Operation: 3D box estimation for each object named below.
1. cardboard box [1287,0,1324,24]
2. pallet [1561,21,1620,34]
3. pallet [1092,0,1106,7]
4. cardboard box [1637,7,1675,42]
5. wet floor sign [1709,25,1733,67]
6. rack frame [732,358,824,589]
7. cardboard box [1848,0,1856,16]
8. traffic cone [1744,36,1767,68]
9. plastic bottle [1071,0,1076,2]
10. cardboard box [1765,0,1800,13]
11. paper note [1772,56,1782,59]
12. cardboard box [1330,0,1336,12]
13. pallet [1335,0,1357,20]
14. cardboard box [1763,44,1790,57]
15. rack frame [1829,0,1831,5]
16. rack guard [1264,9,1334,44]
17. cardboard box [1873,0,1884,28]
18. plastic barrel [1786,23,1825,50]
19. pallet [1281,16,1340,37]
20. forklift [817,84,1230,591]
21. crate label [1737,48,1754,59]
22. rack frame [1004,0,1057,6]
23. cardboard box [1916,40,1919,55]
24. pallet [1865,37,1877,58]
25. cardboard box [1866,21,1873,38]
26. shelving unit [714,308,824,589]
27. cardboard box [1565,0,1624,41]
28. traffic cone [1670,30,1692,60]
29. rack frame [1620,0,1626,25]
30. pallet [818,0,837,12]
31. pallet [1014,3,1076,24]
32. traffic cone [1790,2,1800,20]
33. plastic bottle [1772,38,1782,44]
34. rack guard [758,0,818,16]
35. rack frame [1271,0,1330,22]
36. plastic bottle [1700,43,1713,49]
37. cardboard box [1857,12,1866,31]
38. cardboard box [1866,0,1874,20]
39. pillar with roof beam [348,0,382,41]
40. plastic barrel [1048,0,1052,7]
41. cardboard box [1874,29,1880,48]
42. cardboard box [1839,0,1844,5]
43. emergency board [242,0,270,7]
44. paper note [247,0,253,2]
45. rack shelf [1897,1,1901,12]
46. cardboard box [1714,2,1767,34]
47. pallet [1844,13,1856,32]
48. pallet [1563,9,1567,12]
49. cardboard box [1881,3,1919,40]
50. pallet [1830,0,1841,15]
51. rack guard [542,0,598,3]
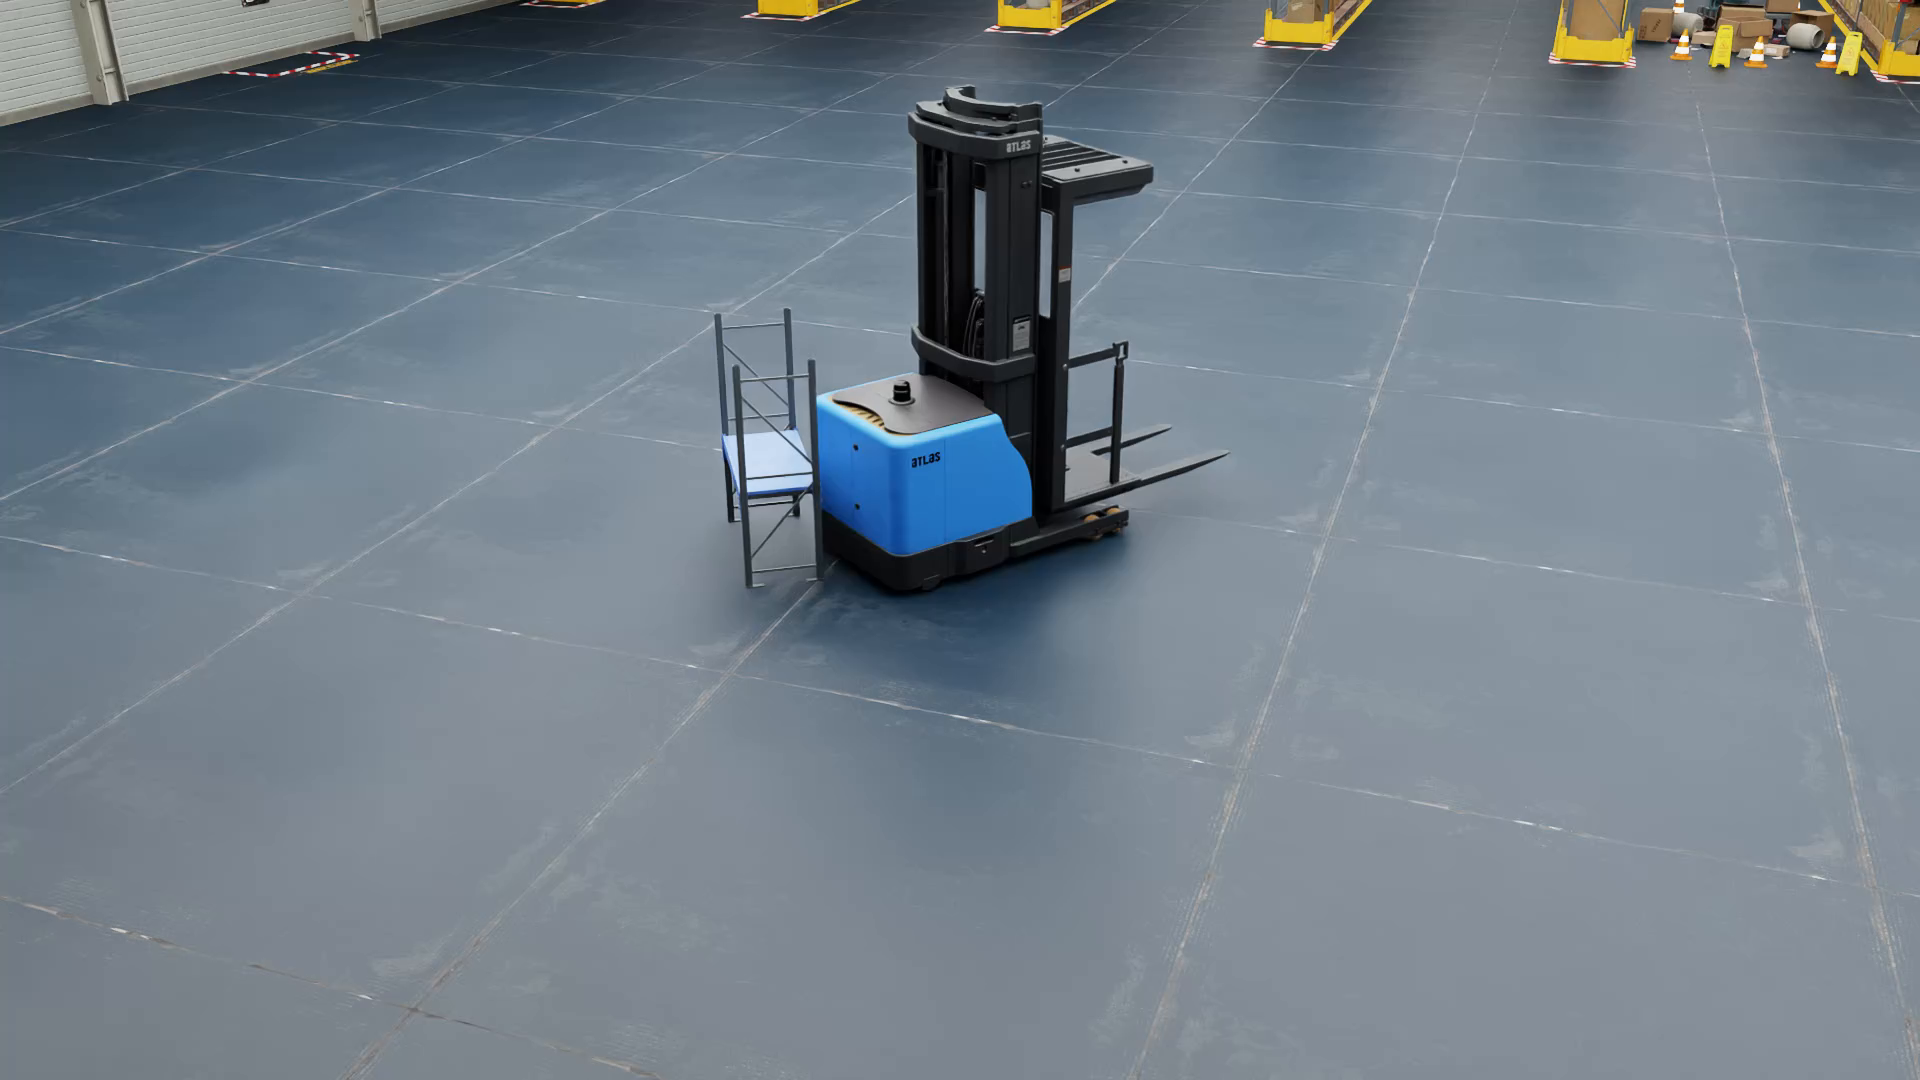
[{"bbox_3d":[6.212,-9.535,29.887,0.500,0.500,0.500,14,29,27],"label":"cardboard box"},{"bbox_3d":[11.232,-9.040,29.679,1.003,0.211,1.213,9,27,17],"label":"pallet"},{"bbox_3d":[2.386,-11.054,33.838,1.003,0.211,1.213,9,27,17],"label":"pallet"},{"bbox_3d":[12.414,-9.189,29.652,0.500,0.500,0.500,14,29,26],"label":"cardboard box"},{"bbox_3d":[12.490,-8.097,27.233,0.267,0.644,0.232,4,26,8],"label":"wet floor sign"},{"bbox_3d":[-1.123,-0.396,10.347,0.500,1.500,0.032,-6,26,-12],"label":"rack frame"},{"bbox_3d":[17.073,-9.941,30.874,0.950,0.372,0.625,11,28,21],"label":"cardboard box"},{"bbox_3d":[13.100,-8.023,27.289,0.336,0.463,0.334,9,27,17],"label":"traffic cone"},{"bbox_3d":[2.215,-10.605,32.337,0.097,0.271,0.097,0,26,0],"label":"plastic bottle"},{"bbox_3d":[14.976,-9.885,30.223,0.500,0.500,0.500,9,27,17],"label":"cardboard box"},{"bbox_3d":[13.771,-8.120,27.986,0.148,0.019,0.142,0,26,-1],"label":"paper note"},{"bbox_3d":[6.833,-10.263,31.391,0.500,0.500,0.500,6,27,13],"label":"cardboard box"},{"bbox_3d":[7.129,-10.324,32.331,1.003,0.211,1.213,9,27,17],"label":"pallet"},{"bbox_3d":[13.865,-8.328,28.279,0.250,0.149,0.380,-20,33,-36],"label":"cardboard box"},{"bbox_3d":[17.996,-12.067,32.731,1.000,3.000,0.127,9,27,17],"label":"rack frame"},{"bbox_3d":[6.014,-9.123,29.518,1.175,0.500,0.348,9,27,17],"label":"rack guard"},{"bbox_3d":[15.699,-8.857,27.913,0.500,0.500,0.500,8,27,16],"label":"cardboard box"},{"bbox_3d":[14.593,-8.688,28.709,0.421,0.421,0.512,-14,29,-27],"label":"plastic barrel"},{"bbox_3d":[6.317,-9.322,30.260,1.003,0.211,1.213,9,27,17],"label":"pallet"},{"bbox_3d":[0.537,-1.489,10.963,3.031,2.935,1.130,-17,31,-32],"label":"forklift"},{"bbox_3d":[13.303,-8.208,28.046,0.250,0.136,0.298,-5,26,-9],"label":"crate label"},{"bbox_3d":[1.318,-10.935,30.392,1.000,3.000,0.127,9,27,17],"label":"rack frame"},{"bbox_3d":[15.863,-8.022,27.050,0.500,0.250,0.500,9,27,17],"label":"cardboard box"},{"bbox_3d":[16.070,-8.384,28.324,1.003,0.211,1.213,9,27,17],"label":"pallet"},{"bbox_3d":[15.873,-8.732,28.516,0.500,0.250,0.500,8,27,17],"label":"cardboard box"},{"bbox_3d":[-1.243,-0.612,10.792,0.538,1.500,1.048,-6,26,-12],"label":"shelving unit"},{"bbox_3d":[10.795,-8.977,28.305,0.875,0.875,0.875,9,27,18],"label":"cardboard box"},{"bbox_3d":[12.148,-8.326,27.916,0.336,0.463,0.334,9,27,17],"label":"traffic cone"},{"bbox_3d":[11.963,-11.100,30.733,1.000,3.000,0.127,9,27,17],"label":"rack frame"},{"bbox_3d":[-3.137,-10.720,33.148,1.003,0.211,1.213,9,27,17],"label":"pallet"},{"bbox_3d":[1.574,-10.051,31.767,1.003,0.211,1.213,9,27,17],"label":"pallet"},{"bbox_3d":[15.757,-9.994,31.360,0.336,0.463,0.334,9,27,17],"label":"traffic cone"},{"bbox_3d":[14.467,-8.842,29.443,0.133,0.061,0.283,14,29,26],"label":"plastic bottle"},{"bbox_3d":[-3.360,-10.520,32.404,1.175,0.500,0.348,9,27,17],"label":"rack guard"},{"bbox_3d":[5.988,-10.217,28.909,1.000,3.000,0.127,9,27,17],"label":"rack frame"},{"bbox_3d":[12.998,-8.617,28.977,0.133,0.061,0.283,0,26,-1],"label":"plastic bottle"},{"bbox_3d":[16.214,-9.171,29.424,0.500,0.250,0.500,7,27,15],"label":"cardboard box"},{"bbox_3d":[16.047,-9.287,28.802,0.500,0.500,0.500,10,28,20],"label":"cardboard box"},{"bbox_3d":[-6.544,-12.395,26.524,9.100,9.000,0.400,9,27,17],"label":"pillar with roof beam"},{"bbox_3d":[1.631,-10.492,31.850,0.421,0.512,0.421,0,26,0],"label":"plastic barrel"},{"bbox_3d":[15.529,-8.314,27.652,0.500,0.250,0.500,9,27,18],"label":"cardboard box"},{"bbox_3d":[17.560,-10.538,32.107,0.950,0.372,0.625,8,27,16],"label":"cardboard box"},{"bbox_3d":[-11.483,-9.308,27.032,0.157,1.169,0.626,9,27,17],"label":"emergency board"},{"bbox_3d":[-11.586,-8.850,27.097,0.016,0.148,0.142,9,27,17],"label":"paper note"},{"bbox_3d":[15.999,-9.278,27.795,1.077,0.370,4.000,9,27,17],"label":"rack shelf"},{"bbox_3d":[13.834,-9.191,29.501,0.797,0.637,0.503,9,27,17],"label":"cardboard box"},{"bbox_3d":[16.922,-9.488,30.605,1.003,0.211,1.213,9,27,17],"label":"pallet"},{"bbox_3d":[12.149,-10.173,32.018,1.003,0.211,1.213,9,27,17],"label":"pallet"},{"bbox_3d":[15.354,-8.436,27.043,0.500,0.500,0.500,9,27,18],"label":"cardboard box"},{"bbox_3d":[17.734,-10.491,32.676,1.003,0.211,1.213,9,27,17],"label":"pallet"},{"bbox_3d":[-7.999,-11.278,33.969,1.175,0.500,0.348,9,27,17],"label":"rack guard"}]
